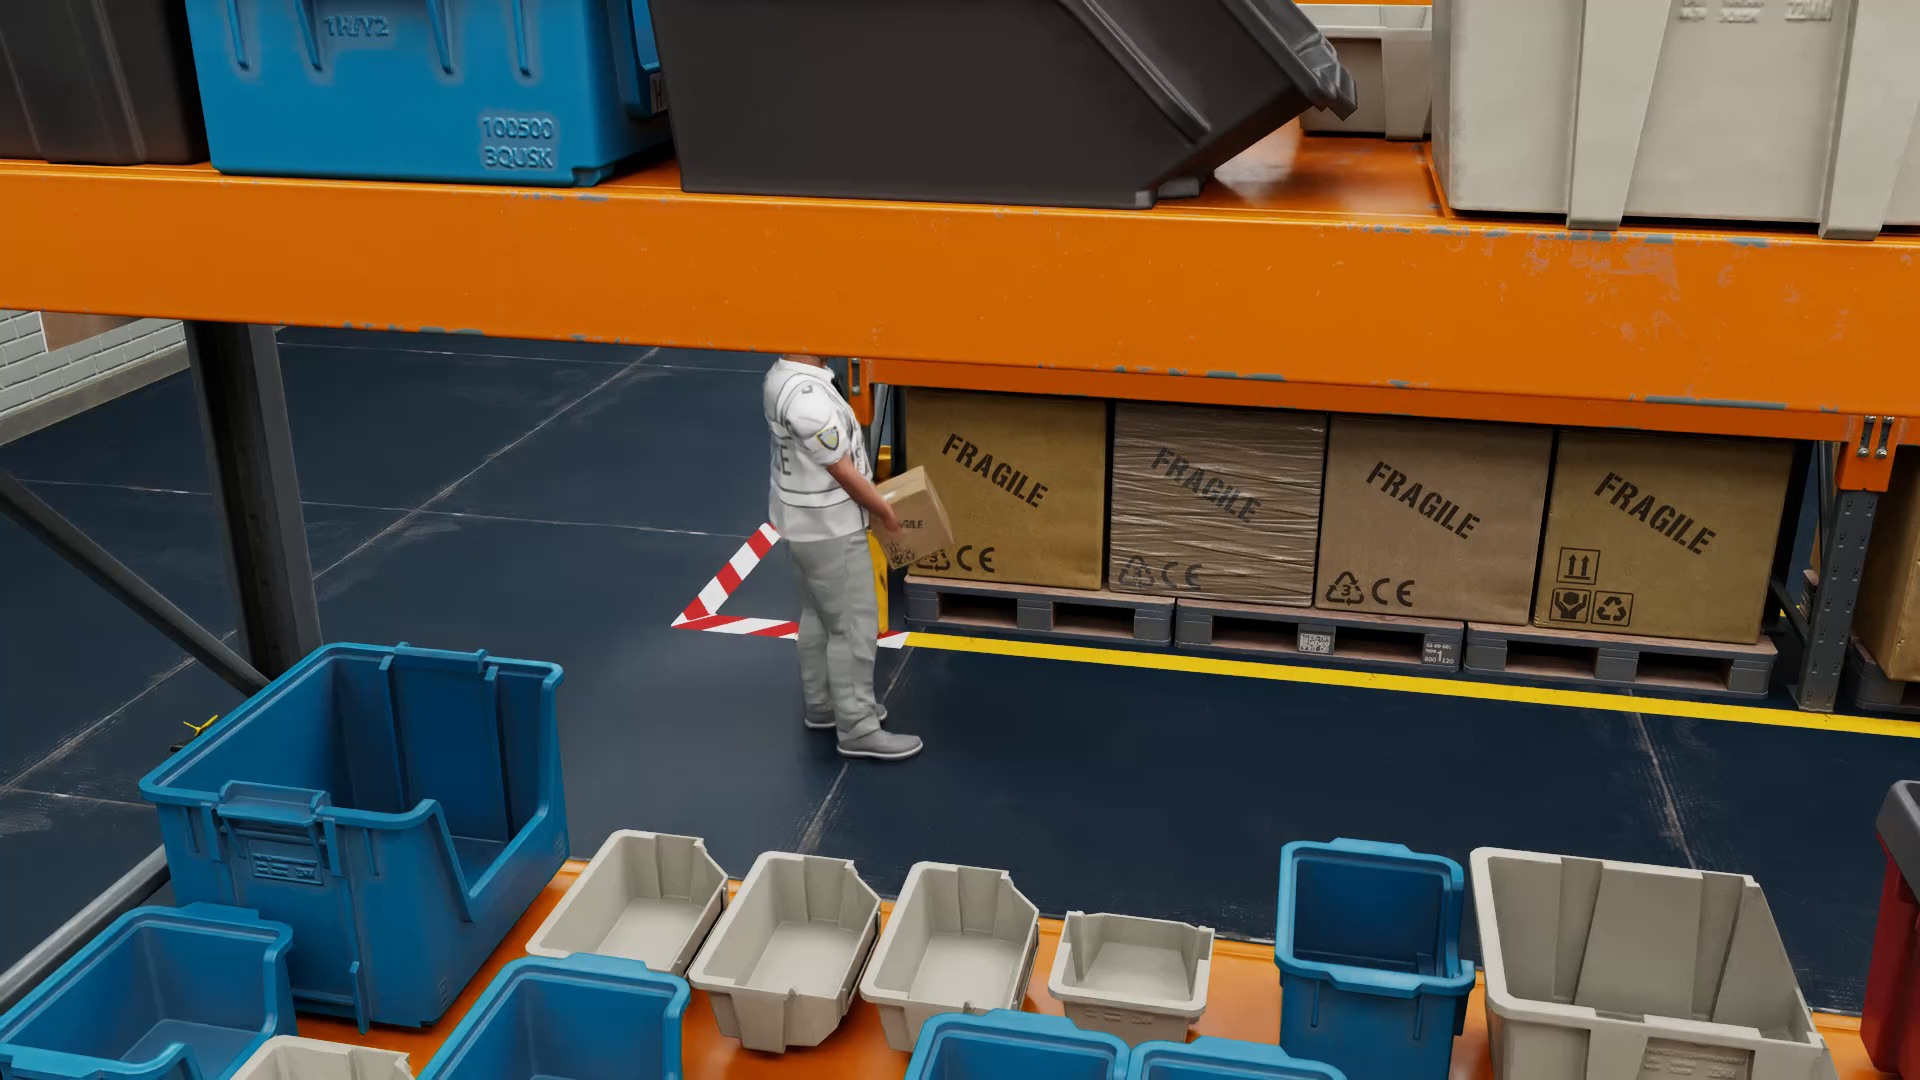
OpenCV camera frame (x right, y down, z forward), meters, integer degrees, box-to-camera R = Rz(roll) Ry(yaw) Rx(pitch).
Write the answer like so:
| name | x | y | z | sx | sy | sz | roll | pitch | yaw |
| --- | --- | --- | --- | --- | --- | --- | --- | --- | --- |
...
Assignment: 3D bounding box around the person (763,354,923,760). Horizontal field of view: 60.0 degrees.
| name | x | y | z | sx | sy | sz | roll | pitch | yaw |
| --- | --- | --- | --- | --- | --- | --- | --- | --- | --- |
| person | -0.453 | -0.071 | 6.204 | 0.528 | 1.787 | 0.561 | -7 | 23 | -18 |
